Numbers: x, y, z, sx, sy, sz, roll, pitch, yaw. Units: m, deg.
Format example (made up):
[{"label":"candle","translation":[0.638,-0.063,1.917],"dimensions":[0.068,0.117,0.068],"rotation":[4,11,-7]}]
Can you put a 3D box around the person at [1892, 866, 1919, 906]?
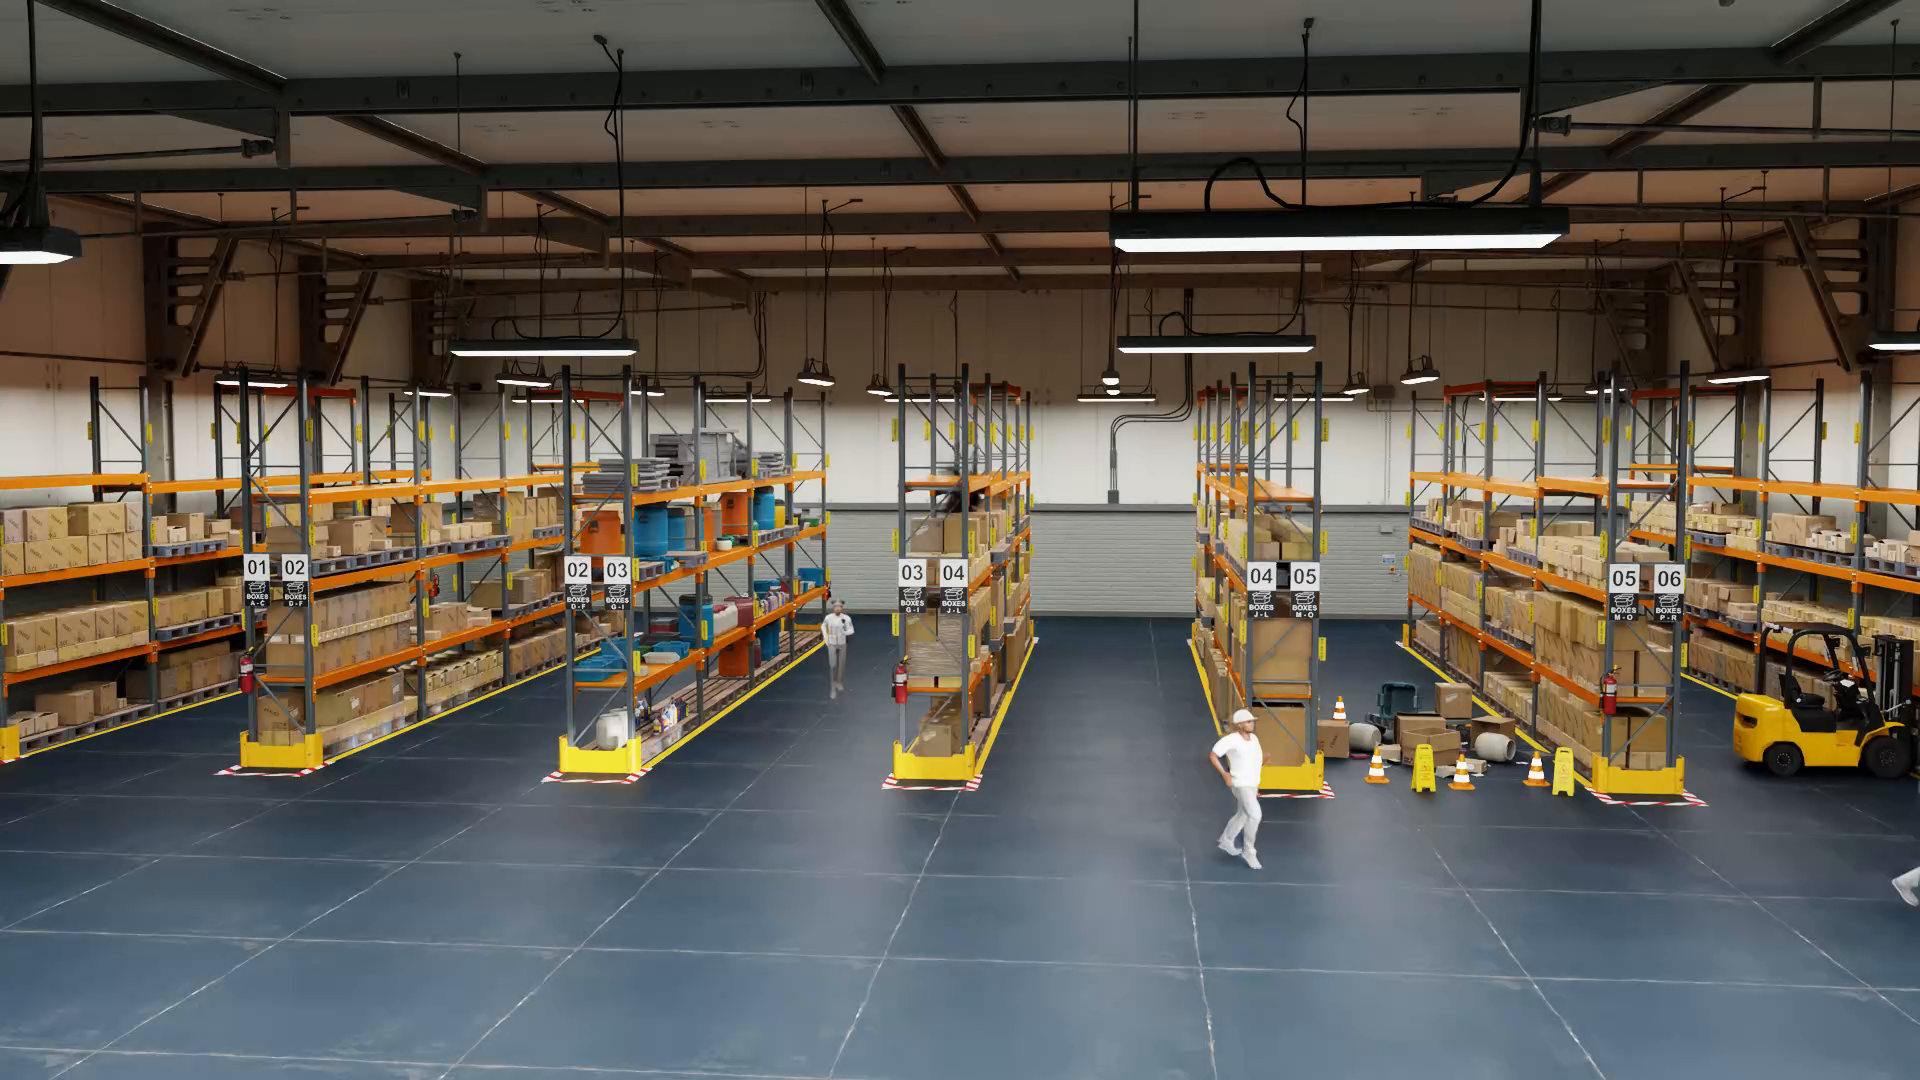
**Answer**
[{"label":"person","translation":[10.121,3.015,17.066],"dimensions":[0.661,1.792,0.976],"rotation":[-2,4,-32]}]

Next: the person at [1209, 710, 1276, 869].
[{"label":"person","translation":[3.306,2.884,19.358],"dimensions":[0.722,1.830,0.675],"rotation":[3,5,40]}]

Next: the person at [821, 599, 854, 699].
[{"label":"person","translation":[-2.219,1.951,30.125],"dimensions":[0.601,1.786,0.631],"rotation":[0,4,-2]}]
